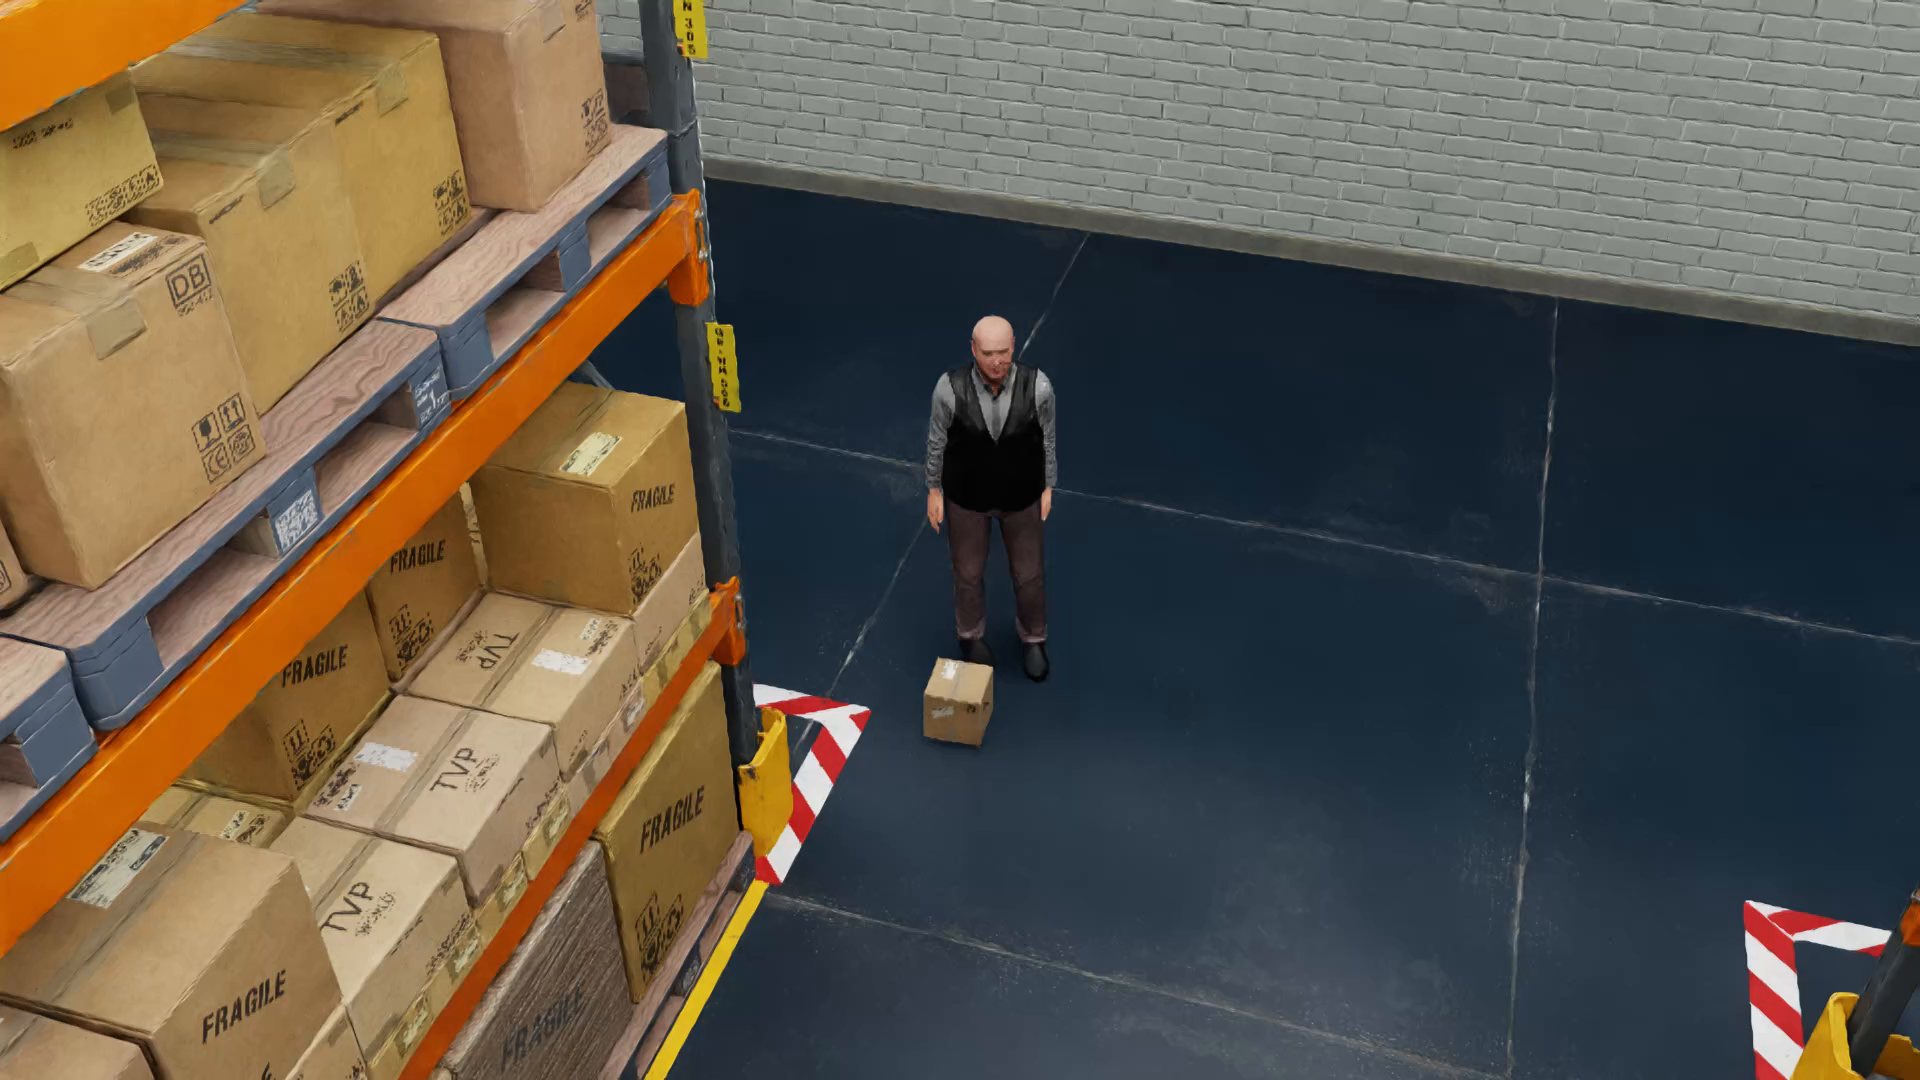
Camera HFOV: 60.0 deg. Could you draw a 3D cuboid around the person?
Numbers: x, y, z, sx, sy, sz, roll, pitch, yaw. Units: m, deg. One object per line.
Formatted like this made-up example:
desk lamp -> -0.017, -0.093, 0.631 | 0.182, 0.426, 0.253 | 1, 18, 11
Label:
person -> 0.134, -0.168, 7.120 | 0.563, 1.730, 0.423 | -1, 37, -1
